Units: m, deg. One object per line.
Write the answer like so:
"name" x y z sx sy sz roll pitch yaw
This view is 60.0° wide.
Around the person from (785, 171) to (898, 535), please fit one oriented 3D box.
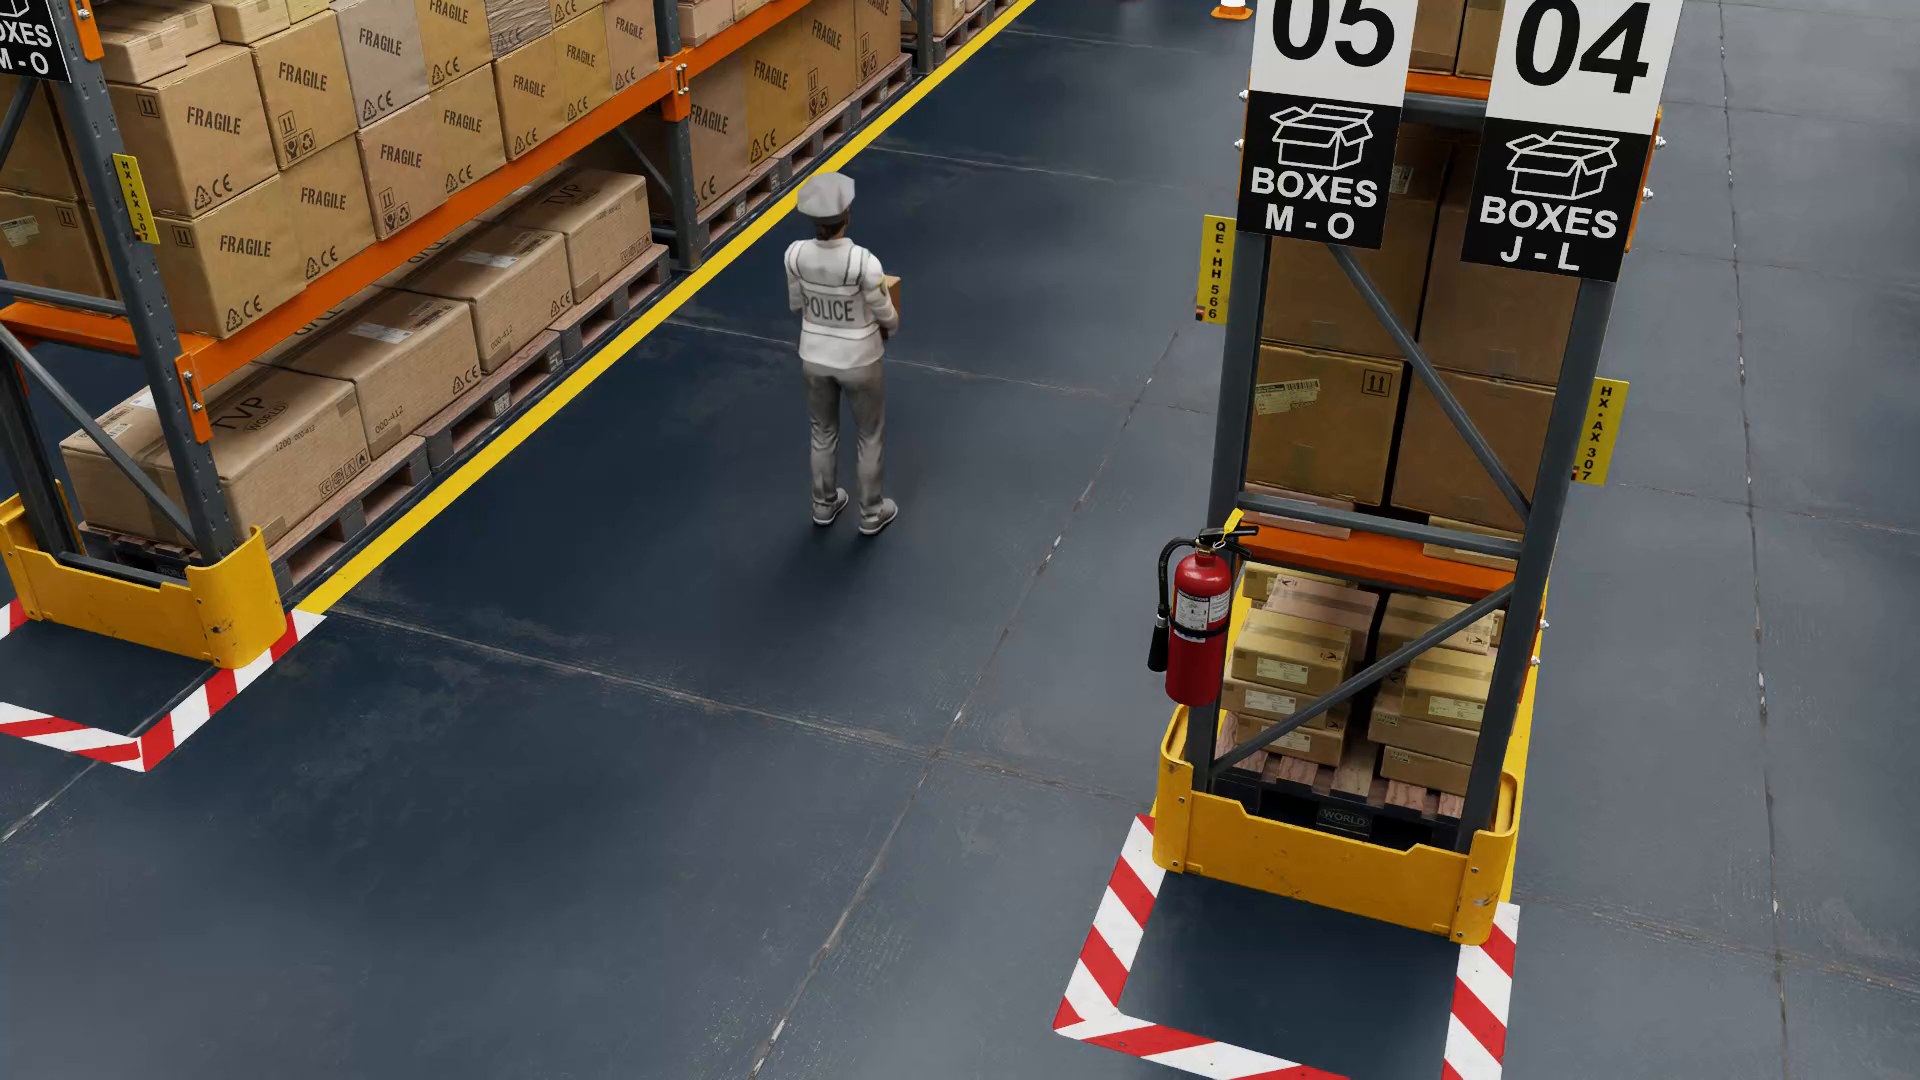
"person" -0.496 -0.838 7.379 0.482 1.692 0.517 11 35 16
